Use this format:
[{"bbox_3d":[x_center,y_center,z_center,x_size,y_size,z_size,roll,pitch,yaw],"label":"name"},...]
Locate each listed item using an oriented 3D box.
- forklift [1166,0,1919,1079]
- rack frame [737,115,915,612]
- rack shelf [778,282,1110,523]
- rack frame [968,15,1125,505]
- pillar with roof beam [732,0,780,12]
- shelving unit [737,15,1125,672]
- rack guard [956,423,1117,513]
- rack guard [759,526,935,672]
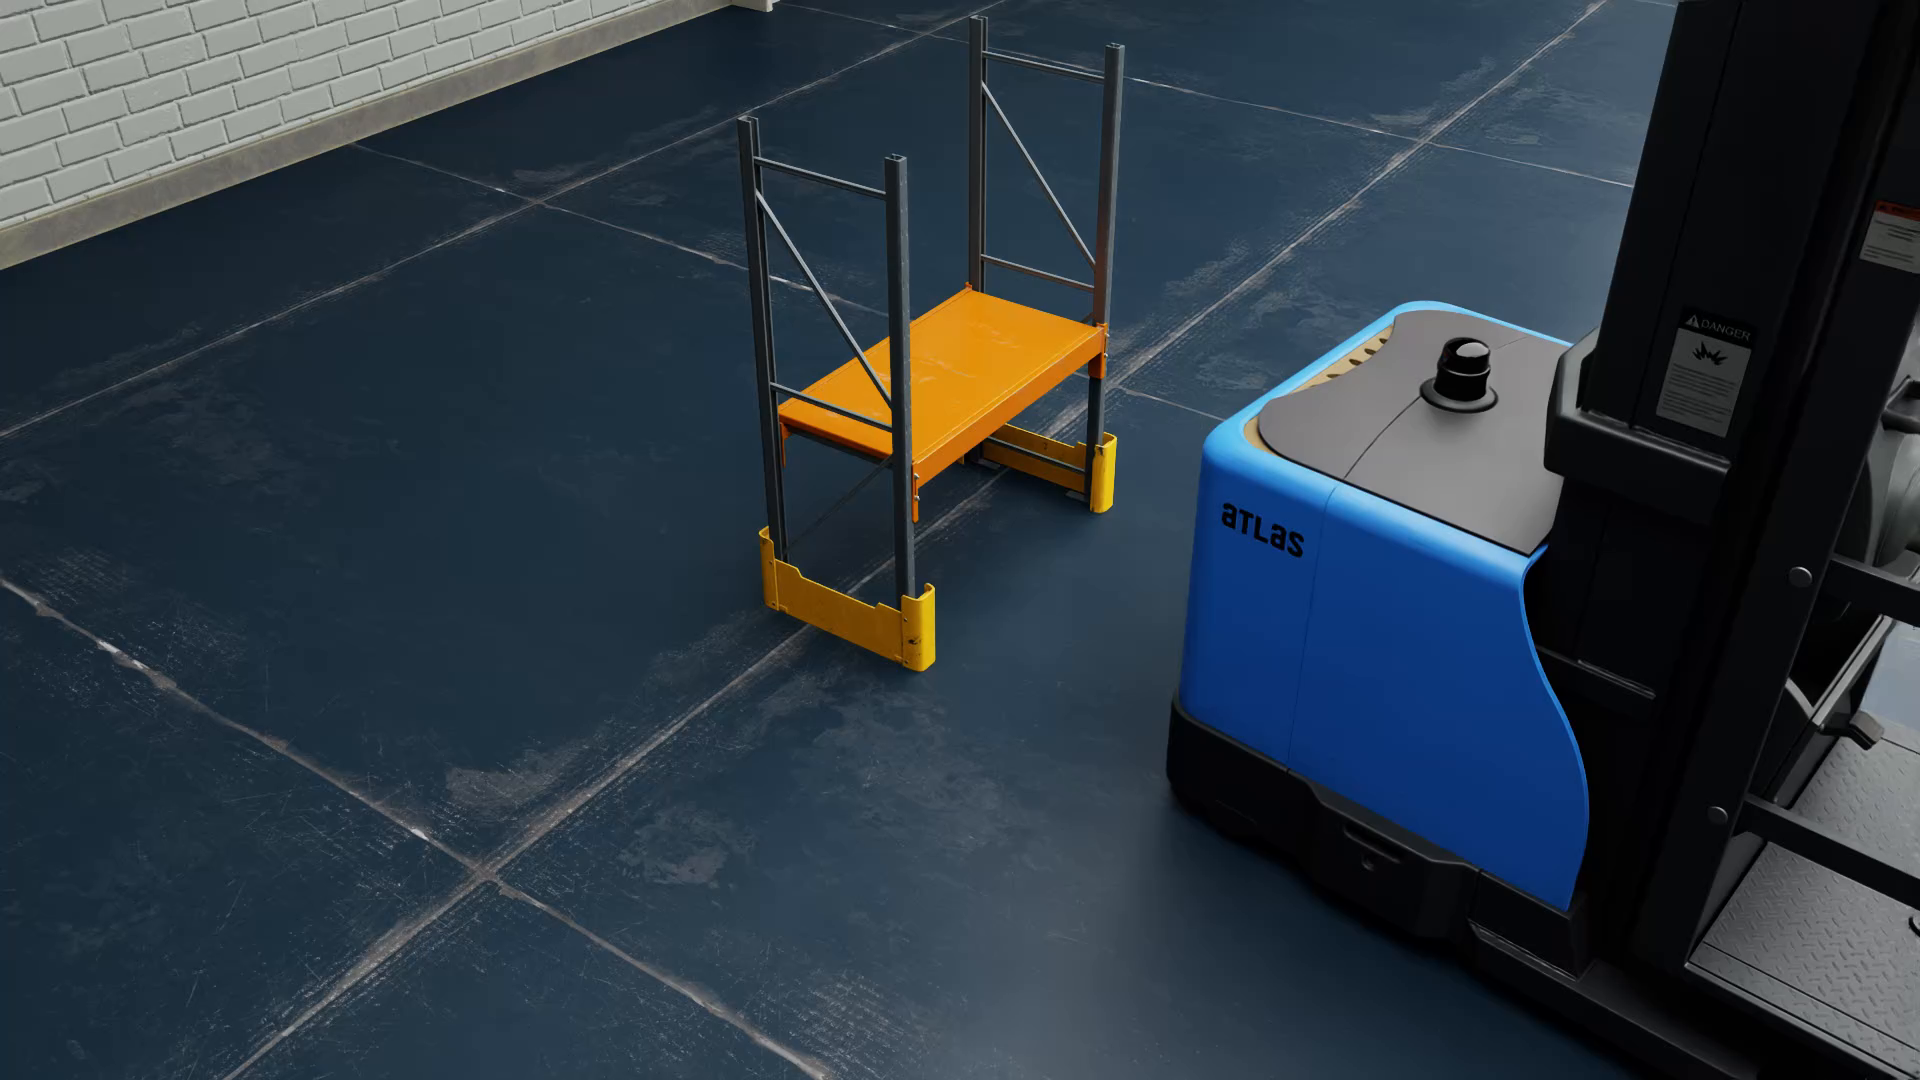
[{"bbox_3d":[1.963,-0.212,2.947,3.031,2.935,1.130,26,42,33],"label":"forklift"},{"bbox_3d":[-0.338,-0.348,4.426,0.500,1.500,0.032,21,39,28],"label":"rack frame"},{"bbox_3d":[-0.049,-0.433,4.873,0.538,0.185,1.000,21,39,28],"label":"rack shelf"},{"bbox_3d":[0.241,-0.816,5.118,0.500,1.500,0.032,21,39,28],"label":"rack frame"},{"bbox_3d":[2.373,-5.635,5.550,9.100,9.000,0.400,21,39,28],"label":"pillar with roof beam"},{"bbox_3d":[-0.043,-0.586,4.778,0.587,1.500,1.083,21,39,28],"label":"shelving unit"},{"bbox_3d":[0.241,-0.298,5.467,0.587,0.250,0.087,21,39,28],"label":"rack guard"},{"bbox_3d":[-0.327,0.161,4.789,0.587,0.250,0.087,21,39,28],"label":"rack guard"}]
